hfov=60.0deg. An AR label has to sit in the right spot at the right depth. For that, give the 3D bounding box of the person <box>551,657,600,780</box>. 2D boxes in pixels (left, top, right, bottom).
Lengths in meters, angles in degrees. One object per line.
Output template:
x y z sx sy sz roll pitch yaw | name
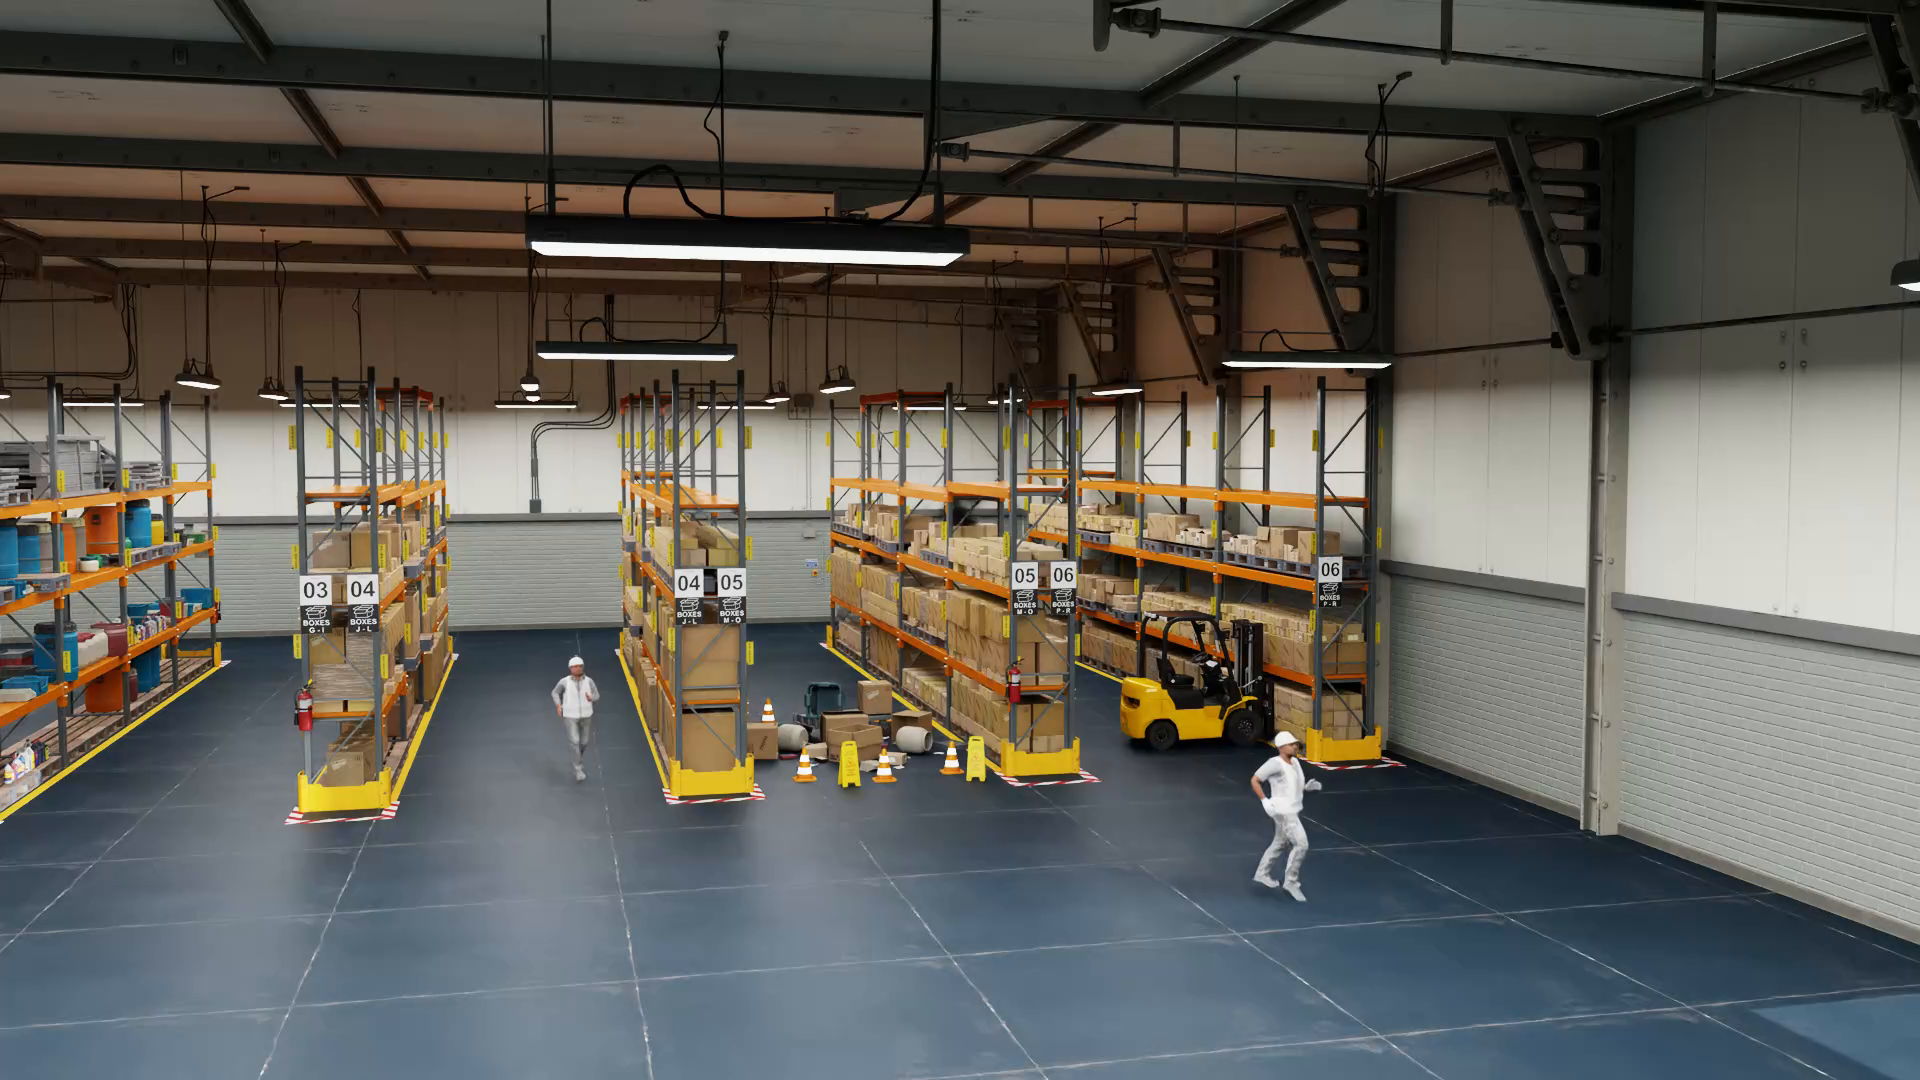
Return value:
-5.692 2.616 24.739 0.656 1.758 0.970 -2 4 -29 | person

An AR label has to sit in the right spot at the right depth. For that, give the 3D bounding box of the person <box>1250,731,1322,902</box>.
3.585 3.022 18.250 0.760 1.843 0.657 2 4 30 | person

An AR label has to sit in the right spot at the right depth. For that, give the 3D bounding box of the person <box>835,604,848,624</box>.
-2.916 1.701 41.750 0.622 1.706 0.657 0 3 7 | person
